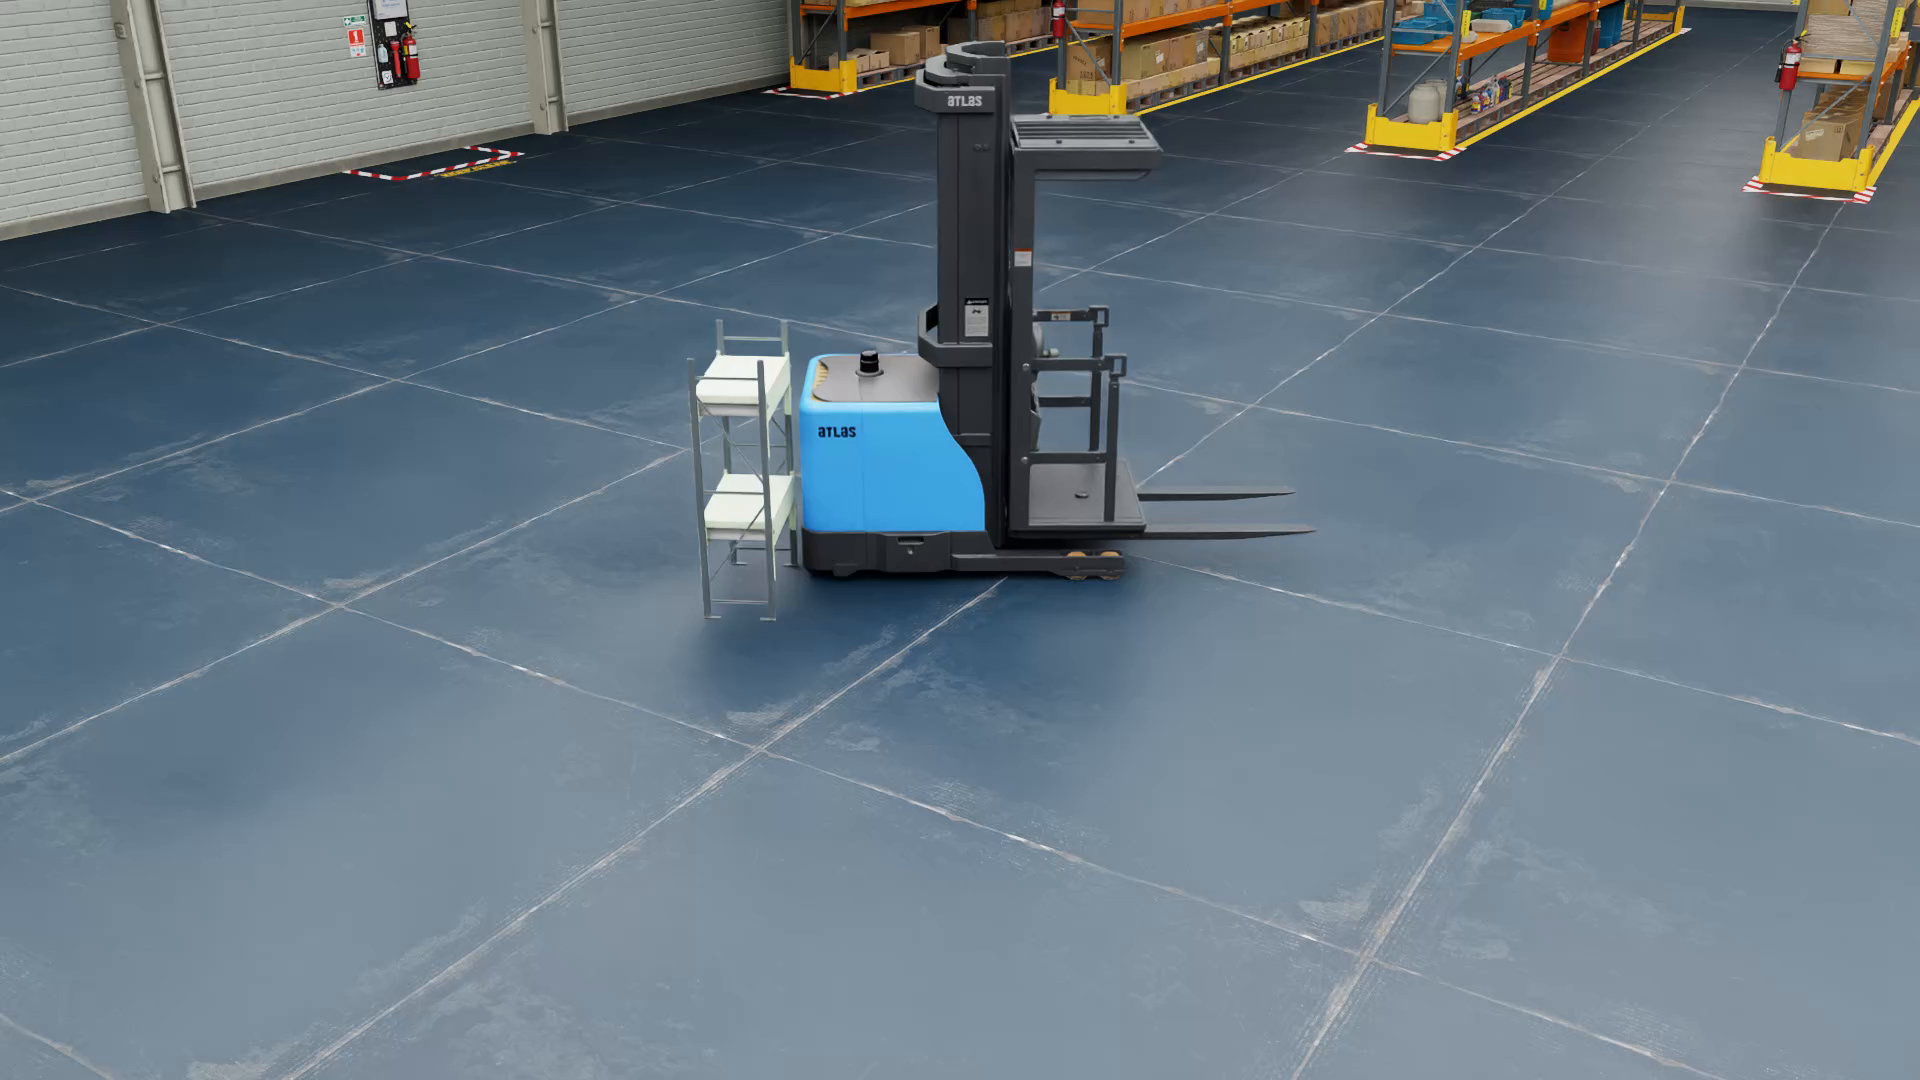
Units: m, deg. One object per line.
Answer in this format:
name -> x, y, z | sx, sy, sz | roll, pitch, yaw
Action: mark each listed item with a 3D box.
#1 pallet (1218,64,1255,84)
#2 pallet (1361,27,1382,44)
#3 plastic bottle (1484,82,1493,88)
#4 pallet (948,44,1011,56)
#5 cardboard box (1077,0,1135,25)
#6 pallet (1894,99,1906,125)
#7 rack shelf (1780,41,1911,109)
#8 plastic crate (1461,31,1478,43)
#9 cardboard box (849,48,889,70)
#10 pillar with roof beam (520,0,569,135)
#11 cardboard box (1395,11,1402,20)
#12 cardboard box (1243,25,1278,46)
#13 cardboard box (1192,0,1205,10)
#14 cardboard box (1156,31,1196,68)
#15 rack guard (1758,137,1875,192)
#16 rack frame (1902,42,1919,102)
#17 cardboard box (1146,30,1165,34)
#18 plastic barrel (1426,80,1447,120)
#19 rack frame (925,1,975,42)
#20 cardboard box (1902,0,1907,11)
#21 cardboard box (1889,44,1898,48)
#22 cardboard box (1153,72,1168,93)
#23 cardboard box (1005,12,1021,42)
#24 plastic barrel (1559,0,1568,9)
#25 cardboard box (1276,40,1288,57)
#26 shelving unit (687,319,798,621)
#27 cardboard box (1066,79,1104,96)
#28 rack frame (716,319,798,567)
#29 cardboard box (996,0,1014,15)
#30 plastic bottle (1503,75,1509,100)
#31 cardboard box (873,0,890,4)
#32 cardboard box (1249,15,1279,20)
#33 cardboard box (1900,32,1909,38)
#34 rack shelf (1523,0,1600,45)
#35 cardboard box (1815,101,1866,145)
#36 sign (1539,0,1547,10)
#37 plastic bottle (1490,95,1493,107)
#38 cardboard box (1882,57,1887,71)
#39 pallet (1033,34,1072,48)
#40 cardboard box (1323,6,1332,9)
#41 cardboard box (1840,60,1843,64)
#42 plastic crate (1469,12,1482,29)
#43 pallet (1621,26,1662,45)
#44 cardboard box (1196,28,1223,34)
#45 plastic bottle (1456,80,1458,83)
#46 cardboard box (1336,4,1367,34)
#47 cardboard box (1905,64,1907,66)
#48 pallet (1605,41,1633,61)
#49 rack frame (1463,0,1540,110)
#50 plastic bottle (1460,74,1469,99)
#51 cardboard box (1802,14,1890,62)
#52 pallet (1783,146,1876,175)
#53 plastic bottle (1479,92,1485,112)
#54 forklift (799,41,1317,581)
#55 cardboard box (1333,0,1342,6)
pallet -> 4.384, -8.085, 28.661 | 1.003, 0.211, 1.213 | 14, 27, 29
pallet -> 7.852, -10.246, 33.653 | 1.003, 0.211, 1.213 | 14, 27, 29
plastic bottle -> 7.900, -6.701, 24.828 | 0.152, 0.276, 0.135 | 14, 27, 29
pallet -> 0.228, -9.128, 31.071 | 1.003, 0.211, 1.213 | 14, 27, 29
cardboard box -> 2.176, -7.959, 24.733 | 0.700, 0.500, 0.500 | 14, 27, 29
pallet -> 13.495, -6.428, 24.832 | 1.003, 0.211, 1.213 | 14, 27, 29
rack shelf -> 11.388, -6.026, 21.299 | 1.077, 0.370, 4.000 | 14, 27, 29
plastic crate -> 6.870, -6.833, 22.589 | 0.298, 0.136, 0.250 | 14, 27, 29
cardboard box -> -1.550, -8.170, 28.178 | 0.500, 0.311, 0.500 | 16, 28, 33
pillar with roof beam -> -2.165, -9.038, 19.801 | 9.100, 9.000, 0.400 | 14, 27, 29
cardboard box -> 9.102, -11.100, 35.128 | 0.380, 0.166, 0.250 | 14, 27, 29
cardboard box -> 5.268, -8.903, 29.266 | 0.500, 0.311, 0.500 | 15, 27, 30
cardboard box -> 3.527, -8.824, 26.731 | 0.700, 0.500, 0.500 | 14, 27, 28
cardboard box -> 3.436, -7.845, 26.585 | 0.500, 0.500, 0.500 | 14, 27, 29
rack guard -> 10.373, -4.559, 20.153 | 1.175, 0.500, 0.348 | 14, 27, 29
rack frame -> 14.553, -8.381, 25.834 | 1.000, 3.000, 0.127 | 14, 27, 29
cardboard box -> 2.991, -7.955, 26.838 | 0.500, 0.500, 0.500 | 14, 27, 29
plastic barrel -> 6.672, -6.177, 23.346 | 0.421, 0.512, 0.421 | 0, 23, 0
rack frame -> -0.182, -10.145, 29.909 | 1.000, 3.000, 0.127 | 14, 27, 29
cardboard box -> 11.124, -6.618, 20.003 | 0.500, 0.500, 0.500 | 14, 27, 29
cardboard box -> 11.775, -6.278, 21.293 | 0.380, 0.149, 0.250 | 14, 27, 29
cardboard box -> 2.915, -7.162, 25.950 | 0.500, 0.250, 0.500 | 14, 27, 29
cardboard box -> 0.726, -9.800, 31.706 | 0.700, 0.500, 0.500 | 14, 27, 30
plastic barrel -> 9.541, -8.802, 26.635 | 0.433, 0.535, 0.433 | 0, 23, 0
cardboard box -> 5.532, -8.817, 29.773 | 0.500, 0.250, 0.500 | 15, 27, 30
shelving unit -> -1.193, -0.395, 9.274 | 0.431, 1.500, 0.755 | 2, 23, 4
cardboard box -> 1.951, -6.932, 25.419 | 0.500, 0.250, 0.500 | 14, 27, 29
rack frame -> -1.167, -0.540, 9.609 | 0.400, 1.500, 0.023 | 2, 23, 4
cardboard box -> 0.693, -10.122, 31.504 | 0.500, 0.250, 0.500 | 13, 27, 27
plastic bottle -> 8.140, -6.777, 24.911 | 0.144, 0.351, 0.185 | 13, 27, 28
cardboard box -> -1.503, -9.012, 27.455 | 0.500, 0.250, 0.500 | 13, 27, 27
cardboard box -> 5.613, -9.531, 30.718 | 0.500, 0.311, 0.500 | 15, 28, 31
cardboard box -> 12.579, -6.782, 22.456 | 0.380, 0.149, 0.250 | 14, 27, 29
rack shelf -> 9.290, -8.414, 26.816 | 1.077, 0.370, 4.000 | 14, 27, 29
cardboard box -> 11.309, -5.350, 21.451 | 0.500, 0.500, 0.500 | 17, 29, 34
sign -> 8.696, -8.077, 24.783 | 0.100, 0.325, 0.005 | 14, 27, 29
plastic bottle -> 7.740, -6.436, 24.309 | 0.097, 0.201, 0.097 | 0, 23, 0
cardboard box -> 10.978, -5.773, 20.127 | 0.380, 0.149, 0.250 | 14, 27, 29
pallet -> 1.515, -9.952, 32.973 | 1.003, 0.211, 1.213 | 14, 27, 29
cardboard box -> 6.977, -10.231, 32.700 | 0.500, 0.500, 0.500 | 13, 26, 27
cardboard box -> 10.840, -6.041, 20.746 | 0.380, 0.149, 0.250 | 14, 27, 29
plastic crate -> 7.279, -7.573, 24.234 | 0.450, 0.188, 0.662 | 14, 27, 29
pallet -> 13.452, -10.159, 33.451 | 1.003, 0.211, 1.213 | 14, 27, 29
cardboard box -> 4.268, -8.670, 28.729 | 0.500, 0.311, 0.500 | 15, 27, 30
plastic bottle -> 7.457, -6.870, 25.124 | 0.144, 0.351, 0.185 | 15, 27, 30
cardboard box -> 7.699, -10.302, 32.865 | 0.500, 0.500, 0.500 | 14, 27, 30
cardboard box -> 13.934, -7.016, 25.273 | 0.700, 0.500, 0.500 | 11, 26, 25
pallet -> 12.012, -9.238, 31.323 | 1.003, 0.211, 1.213 | 14, 27, 29
rack frame -> 8.235, -8.069, 25.113 | 1.000, 3.000, 0.127 | 14, 27, 29
plastic bottle -> 7.579, -6.840, 25.054 | 0.144, 0.351, 0.185 | 14, 27, 29
cardboard box -> 10.646, -6.043, 19.934 | 0.875, 0.500, 0.500 | 14, 27, 29
pallet -> 10.831, -4.694, 20.827 | 1.003, 0.211, 1.213 | 14, 27, 29
plastic bottle -> 7.481, -6.293, 23.877 | 0.061, 0.283, 0.133 | 14, 27, 30
forklift -> 0.587, -1.319, 9.608 | 3.031, 2.935, 1.130 | 0, 23, -1
cardboard box -> 7.259, -10.758, 32.973 | 0.500, 0.250, 0.500 | 14, 27, 29
